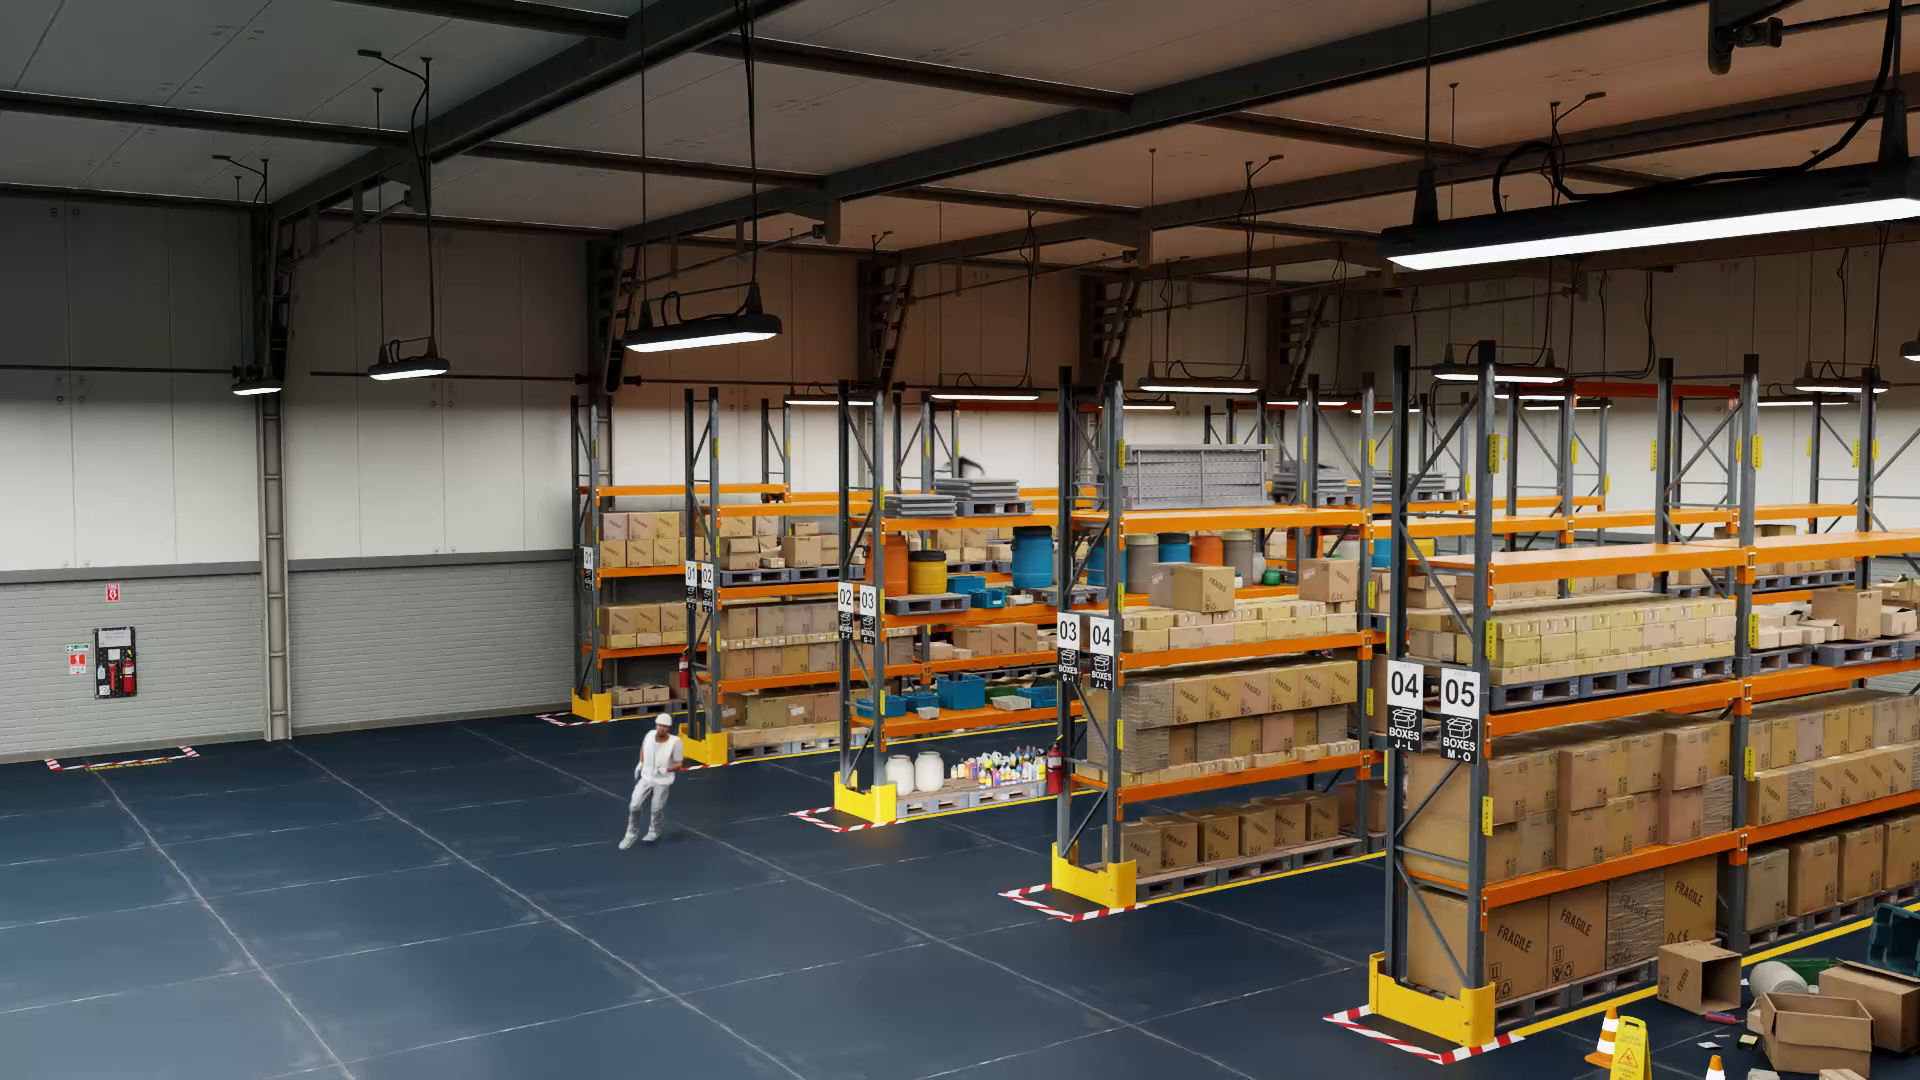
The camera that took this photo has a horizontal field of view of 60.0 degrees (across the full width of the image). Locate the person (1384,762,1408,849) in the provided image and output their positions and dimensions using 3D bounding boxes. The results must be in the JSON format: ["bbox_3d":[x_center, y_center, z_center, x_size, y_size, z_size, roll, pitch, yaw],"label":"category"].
[{"bbox_3d":[5.261,3.237,19.202,1.069,1.470,0.587,-2,4,-35],"label":"person"}]

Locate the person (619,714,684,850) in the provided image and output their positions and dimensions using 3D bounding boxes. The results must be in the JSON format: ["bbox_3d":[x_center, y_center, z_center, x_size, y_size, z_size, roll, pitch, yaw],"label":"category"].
[{"bbox_3d":[-3.860,3.025,20.918,0.822,1.725,0.785,1,3,10],"label":"person"}]
